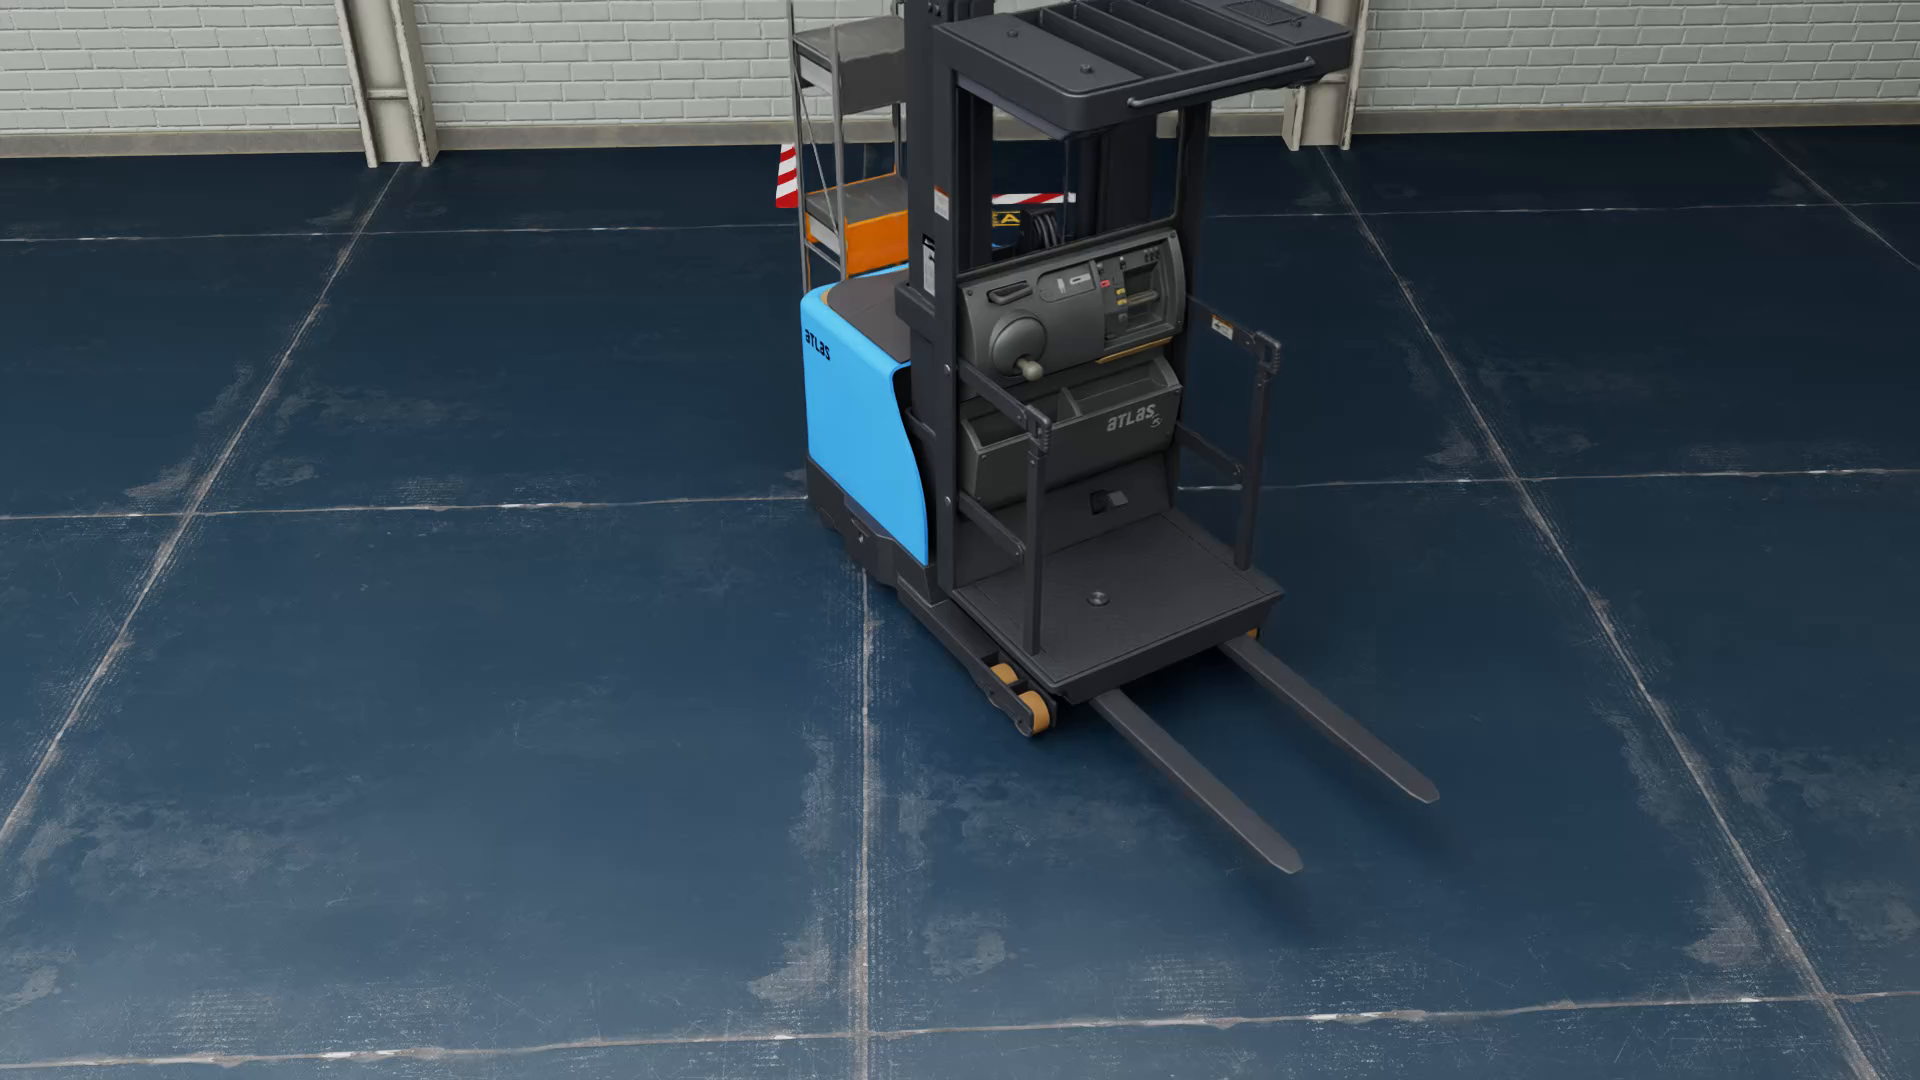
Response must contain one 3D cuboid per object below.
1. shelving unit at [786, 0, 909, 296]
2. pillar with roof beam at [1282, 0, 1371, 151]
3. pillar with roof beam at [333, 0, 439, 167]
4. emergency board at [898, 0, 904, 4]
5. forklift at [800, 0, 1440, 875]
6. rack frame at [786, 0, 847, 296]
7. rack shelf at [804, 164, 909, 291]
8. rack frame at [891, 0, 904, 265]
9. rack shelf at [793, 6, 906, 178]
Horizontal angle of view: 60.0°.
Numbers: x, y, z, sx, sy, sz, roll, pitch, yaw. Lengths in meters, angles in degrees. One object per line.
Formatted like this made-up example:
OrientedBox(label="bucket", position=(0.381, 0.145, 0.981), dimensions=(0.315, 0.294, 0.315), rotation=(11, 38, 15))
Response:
OrientedBox(label="shelving unit", position=(-0.382, -1.296, 7.278), dimensions=(0.503, 2.100, 0.431), rotation=(-20, 39, -26))
OrientedBox(label="pillar with roof beam", position=(2.572, -3.911, 4.994), dimensions=(0.400, 9.000, 9.100), rotation=(-2, 35, -2))
OrientedBox(label="pillar with roof beam", position=(-3.422, -3.749, 4.760), dimensions=(0.400, 9.000, 9.100), rotation=(-2, 35, -2))
OrientedBox(label="emergency board", position=(-0.112, -3.857, 10.187), dimensions=(0.626, 1.169, 0.157), rotation=(-2, 35, -2))
OrientedBox(label="forklift", position=(0.535, -0.783, 5.805), dimensions=(1.130, 2.935, 3.031), rotation=(-20, 39, -26))
OrientedBox(label="rack frame", position=(-0.589, -1.223, 7.171), dimensions=(0.015, 2.100, 0.400), rotation=(-20, 39, -26))
OrientedBox(label="rack shelf", position=(-0.382, -1.285, 7.286), dimensions=(0.480, 0.518, 0.431), rotation=(-20, 39, -26))
OrientedBox(label="rack frame", position=(-0.176, -1.370, 7.385), dimensions=(0.015, 2.100, 0.400), rotation=(-20, 39, -26))
OrientedBox(label="rack shelf", position=(-0.382, -1.861, 6.887), dimensions=(0.480, 0.518, 0.431), rotation=(-20, 39, -26))
